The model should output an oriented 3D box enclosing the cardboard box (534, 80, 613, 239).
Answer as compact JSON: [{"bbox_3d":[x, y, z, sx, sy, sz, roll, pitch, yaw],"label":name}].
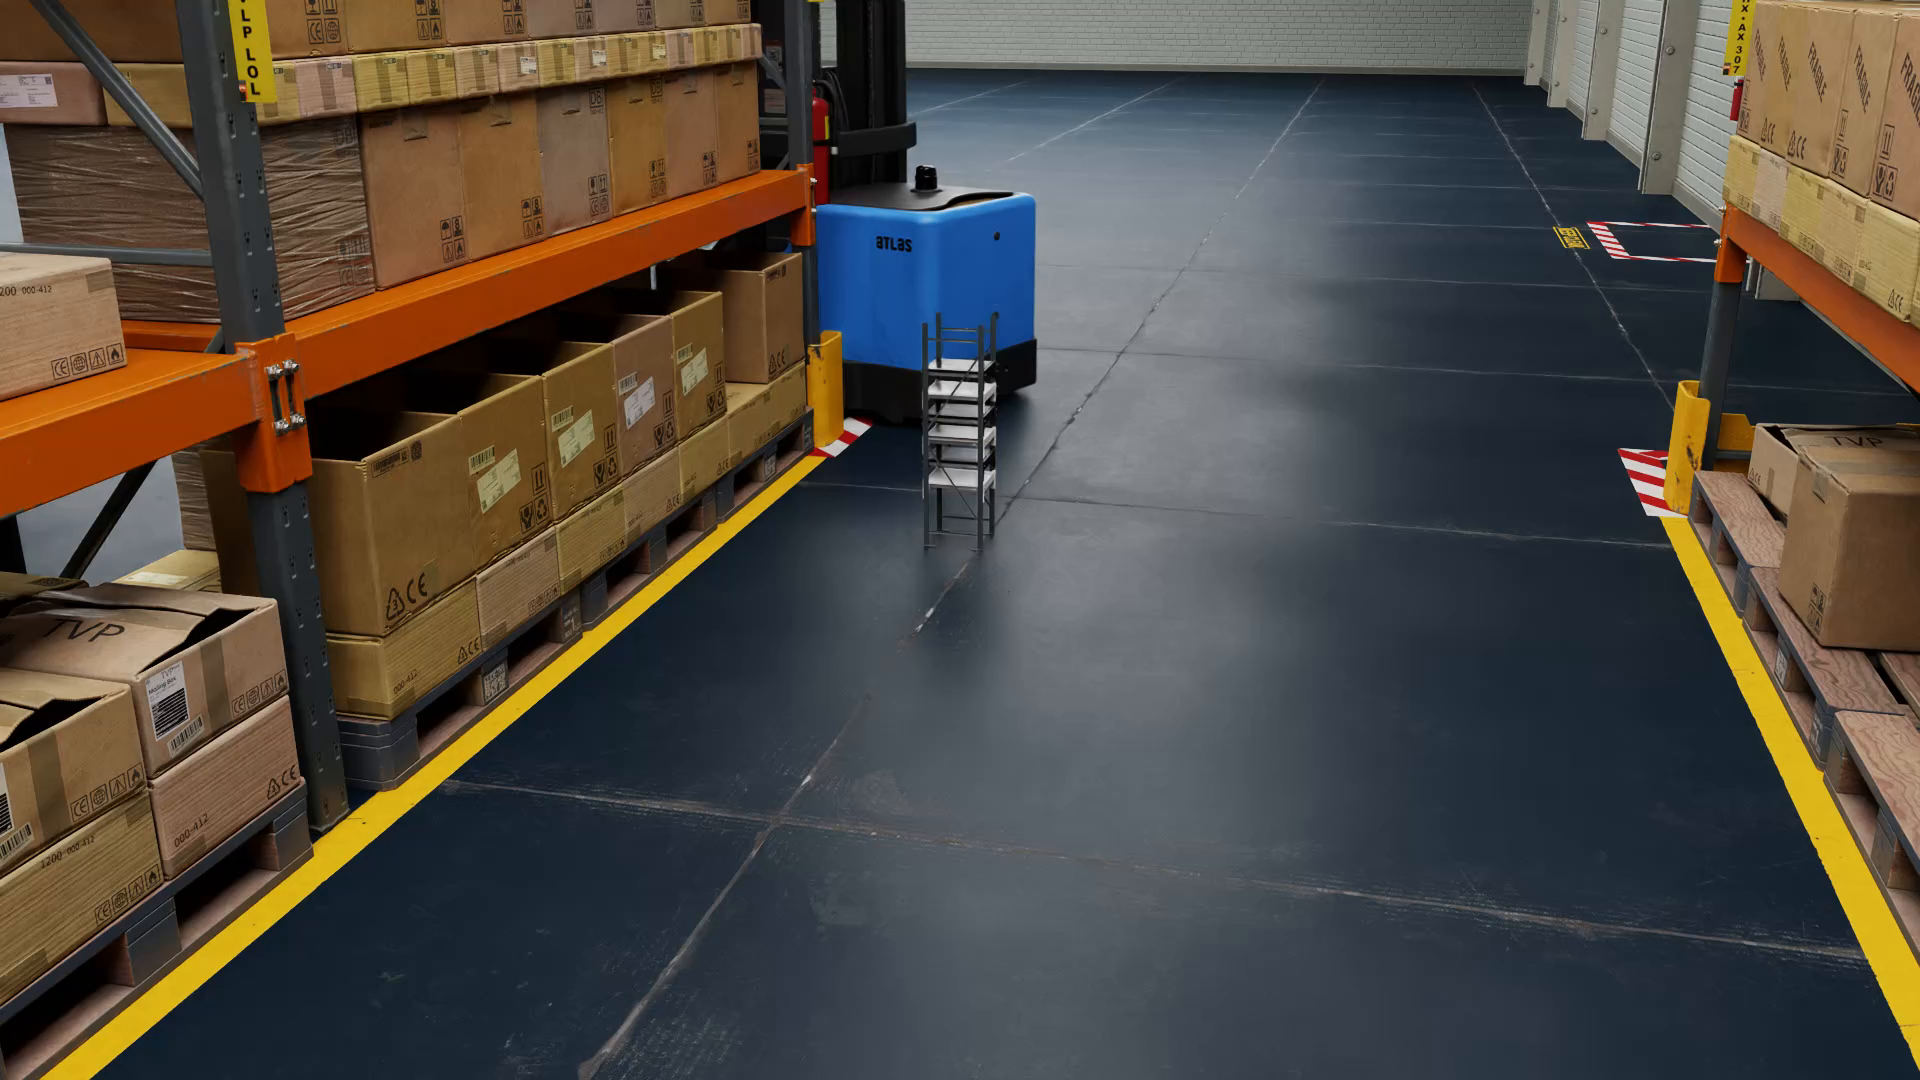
[{"bbox_3d":[-1.677,-1.366,5.893,0.700,0.500,0.500,5,20,15],"label":"cardboard box"}]

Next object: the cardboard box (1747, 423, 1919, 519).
[{"bbox_3d":[3.373,-0.286,6.363,0.500,0.311,0.500,2,19,7],"label":"cardboard box"}]

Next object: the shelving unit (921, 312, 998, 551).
[{"bbox_3d":[-0.002,-0.423,6.535,0.258,0.900,0.210,5,19,13],"label":"shelving unit"}]

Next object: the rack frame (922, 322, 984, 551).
[{"bbox_3d":[-0.027,-0.391,6.441,0.240,0.900,0.006,5,19,13],"label":"rack frame"}]

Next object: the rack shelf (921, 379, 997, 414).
[{"bbox_3d":[-0.002,-0.562,6.487,0.258,0.077,0.200,5,19,13],"label":"rack shelf"}]

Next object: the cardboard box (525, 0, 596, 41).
[{"bbox_3d":[-1.682,-1.969,5.649,0.700,0.500,0.500,5,19,13],"label":"cardboard box"}]

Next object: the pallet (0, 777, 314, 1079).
[{"bbox_3d":[-2.295,0.857,3.851,1.003,0.211,1.213,5,19,13],"label":"pallet"}]

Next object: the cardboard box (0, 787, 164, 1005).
[{"bbox_3d":[-2.098,0.718,3.550,0.500,0.250,0.500,4,19,13],"label":"cardboard box"}]

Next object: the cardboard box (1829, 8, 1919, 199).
[{"bbox_3d":[2.844,-1.249,4.745,0.500,0.500,0.500,5,20,15],"label":"cardboard box"}]

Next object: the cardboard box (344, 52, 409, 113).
[{"bbox_3d":[-1.776,-1.279,4.634,0.380,0.149,0.250,4,19,12],"label":"cardboard box"}]

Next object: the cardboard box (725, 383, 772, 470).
[{"bbox_3d":[-1.130,-0.498,7.110,0.500,0.250,0.500,5,19,13],"label":"cardboard box"}]

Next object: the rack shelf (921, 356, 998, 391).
[{"bbox_3d":[-0.002,-0.647,6.458,0.258,0.077,0.200,5,19,13],"label":"rack shelf"}]

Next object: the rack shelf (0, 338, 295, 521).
[{"bbox_3d":[-2.641,0.271,2.366,1.077,0.370,4.000,5,19,13],"label":"rack shelf"}]

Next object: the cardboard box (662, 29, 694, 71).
[{"bbox_3d":[-1.272,-1.928,6.534,0.380,0.149,0.250,5,19,14],"label":"cardboard box"}]

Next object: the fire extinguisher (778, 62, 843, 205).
[{"bbox_3d":[-0.696,-1.914,7.769,0.296,0.674,0.183,5,19,13],"label":"fire extinguisher"}]

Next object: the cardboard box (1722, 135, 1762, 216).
[{"bbox_3d":[3.202,-1.370,6.260,0.500,0.250,0.500,4,19,12],"label":"cardboard box"}]

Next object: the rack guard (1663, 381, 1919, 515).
[{"bbox_3d":[3.611,-0.353,6.948,1.175,0.500,0.348,5,19,13],"label":"rack guard"}]

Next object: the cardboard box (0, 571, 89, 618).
[{"bbox_3d":[-2.495,0.251,4.049,0.500,0.311,0.500,5,19,14],"label":"cardboard box"}]

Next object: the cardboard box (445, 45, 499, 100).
[{"bbox_3d":[-1.650,-1.440,5.104,0.380,0.149,0.250,4,19,12],"label":"cardboard box"}]

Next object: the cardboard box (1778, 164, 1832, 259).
[{"bbox_3d":[2.959,-1.047,5.314,0.500,0.250,0.500,4,19,13],"label":"cardboard box"}]

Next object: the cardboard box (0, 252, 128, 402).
[{"bbox_3d":[-2.230,-0.467,3.647,0.500,0.250,0.500,6,20,17],"label":"cardboard box"}]

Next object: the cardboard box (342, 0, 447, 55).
[{"bbox_3d":[-1.928,-1.655,4.732,0.700,0.500,0.500,5,19,13],"label":"cardboard box"}]

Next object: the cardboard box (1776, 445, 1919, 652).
[{"bbox_3d":[3.006,0.029,5.148,0.700,0.500,0.500,3,19,10],"label":"cardboard box"}]

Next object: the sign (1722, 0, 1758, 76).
[{"bbox_3d":[3.103,-2.012,6.599,0.100,0.325,0.005,5,19,13],"label":"sign"}]

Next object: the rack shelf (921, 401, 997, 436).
[{"bbox_3d":[-0.002,-0.477,6.516,0.258,0.077,0.200,5,19,13],"label":"rack shelf"}]

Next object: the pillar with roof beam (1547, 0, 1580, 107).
[{"bbox_3d":[5.986,-11.973,27.820,9.100,9.000,0.400,5,19,13],"label":"pillar with roof beam"}]

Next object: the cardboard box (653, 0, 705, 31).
[{"bbox_3d":[-1.438,-2.284,6.572,0.700,0.500,0.500,4,19,12],"label":"cardboard box"}]

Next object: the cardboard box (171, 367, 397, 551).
[{"bbox_3d":[-2.118,-0.267,5.273,0.500,0.500,0.500,5,19,13],"label":"cardboard box"}]

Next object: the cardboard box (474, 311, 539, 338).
[{"bbox_3d":[-1.891,-0.582,6.194,0.500,0.500,0.500,5,19,13],"label":"cardboard box"}]

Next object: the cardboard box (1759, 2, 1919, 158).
[{"bbox_3d":[3.091,-1.573,5.694,0.500,0.500,0.500,5,19,14],"label":"cardboard box"}]

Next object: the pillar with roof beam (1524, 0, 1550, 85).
[{"bbox_3d":[7.452,-13.854,33.326,9.100,9.000,0.400,5,19,13],"label":"pillar with roof beam"}]

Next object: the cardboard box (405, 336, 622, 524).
[{"bbox_3d":[-1.491,-0.383,5.611,0.500,0.500,0.500,5,19,13],"label":"cardboard box"}]

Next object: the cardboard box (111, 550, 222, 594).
[{"bbox_3d":[-2.251,0.244,4.938,0.500,0.250,0.500,5,19,13],"label":"cardboard box"}]

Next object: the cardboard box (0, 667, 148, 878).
[{"bbox_3d":[-2.094,0.454,3.454,0.500,0.311,0.500,5,20,15],"label":"cardboard box"}]

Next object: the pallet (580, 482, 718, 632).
[{"bbox_3d":[-1.621,-0.006,6.379,1.003,0.211,1.213,5,19,13],"label":"pallet"}]

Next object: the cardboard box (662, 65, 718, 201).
[{"bbox_3d":[-1.425,-1.687,6.831,0.700,0.500,0.500,5,20,15],"label":"cardboard box"}]

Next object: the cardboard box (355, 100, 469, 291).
[{"bbox_3d":[-1.928,-1.049,4.963,0.700,0.500,0.500,4,19,13],"label":"cardboard box"}]

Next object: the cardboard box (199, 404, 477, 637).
[{"bbox_3d":[-1.736,-0.069,4.694,0.500,0.500,0.500,5,19,13],"label":"cardboard box"}]

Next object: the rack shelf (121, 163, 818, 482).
[{"bbox_3d":[-1.664,-0.983,6.037,1.077,0.370,4.000,5,19,13],"label":"rack shelf"}]

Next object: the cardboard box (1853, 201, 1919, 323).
[{"bbox_3d":[2.712,-0.731,4.389,0.500,0.250,0.500,5,19,13],"label":"cardboard box"}]

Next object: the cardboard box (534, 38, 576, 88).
[{"bbox_3d":[-1.524,-1.605,5.588,0.380,0.149,0.250,4,19,13],"label":"cardboard box"}]

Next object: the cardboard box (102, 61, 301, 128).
[{"bbox_3d":[-1.899,-1.119,4.166,0.380,0.149,0.250,5,19,13],"label":"cardboard box"}]

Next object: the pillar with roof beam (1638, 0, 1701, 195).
[{"bbox_3d":[3.055,-8.212,16.809,9.100,9.000,0.400,5,19,13],"label":"pillar with roof beam"}]

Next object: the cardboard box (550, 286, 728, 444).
[{"bbox_3d":[-1.248,-0.696,6.529,0.500,0.500,0.500,5,19,13],"label":"cardboard box"}]

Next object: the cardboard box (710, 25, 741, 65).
[{"bbox_3d":[-1.146,-2.087,6.999,0.380,0.149,0.250,5,20,15],"label":"cardboard box"}]

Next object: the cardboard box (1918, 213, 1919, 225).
[{"bbox_3d":[2.584,-0.929,3.808,0.500,0.500,0.500,5,19,13],"label":"cardboard box"}]

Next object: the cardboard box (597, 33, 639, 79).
[{"bbox_3d":[-1.399,-1.763,6.051,0.380,0.149,0.250,5,20,15],"label":"cardboard box"}]

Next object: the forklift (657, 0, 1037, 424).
[{"bbox_3d":[-1.098,-2.315,8.930,3.031,2.935,1.130,12,22,32],"label":"forklift"}]

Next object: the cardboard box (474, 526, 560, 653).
[{"bbox_3d":[-1.618,0.129,5.275,0.500,0.250,0.500,5,19,13],"label":"cardboard box"}]

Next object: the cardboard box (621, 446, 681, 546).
[{"bbox_3d":[-1.374,-0.185,6.193,0.500,0.250,0.500,5,19,13],"label":"cardboard box"}]

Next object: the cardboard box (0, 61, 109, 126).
[{"bbox_3d":[-2.294,-1.153,4.263,0.380,0.149,0.250,5,19,13],"label":"cardboard box"}]

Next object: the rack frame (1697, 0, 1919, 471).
[{"bbox_3d":[3.629,-1.560,6.614,1.000,3.000,0.127,5,19,13],"label":"rack frame"}]

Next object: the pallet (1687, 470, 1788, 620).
[{"bbox_3d":[3.378,0.035,6.257,1.003,0.211,1.213,5,19,13],"label":"pallet"}]

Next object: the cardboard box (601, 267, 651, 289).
[{"bbox_3d":[-1.642,-0.895,7.111,0.500,0.500,0.500,5,19,13],"label":"cardboard box"}]
